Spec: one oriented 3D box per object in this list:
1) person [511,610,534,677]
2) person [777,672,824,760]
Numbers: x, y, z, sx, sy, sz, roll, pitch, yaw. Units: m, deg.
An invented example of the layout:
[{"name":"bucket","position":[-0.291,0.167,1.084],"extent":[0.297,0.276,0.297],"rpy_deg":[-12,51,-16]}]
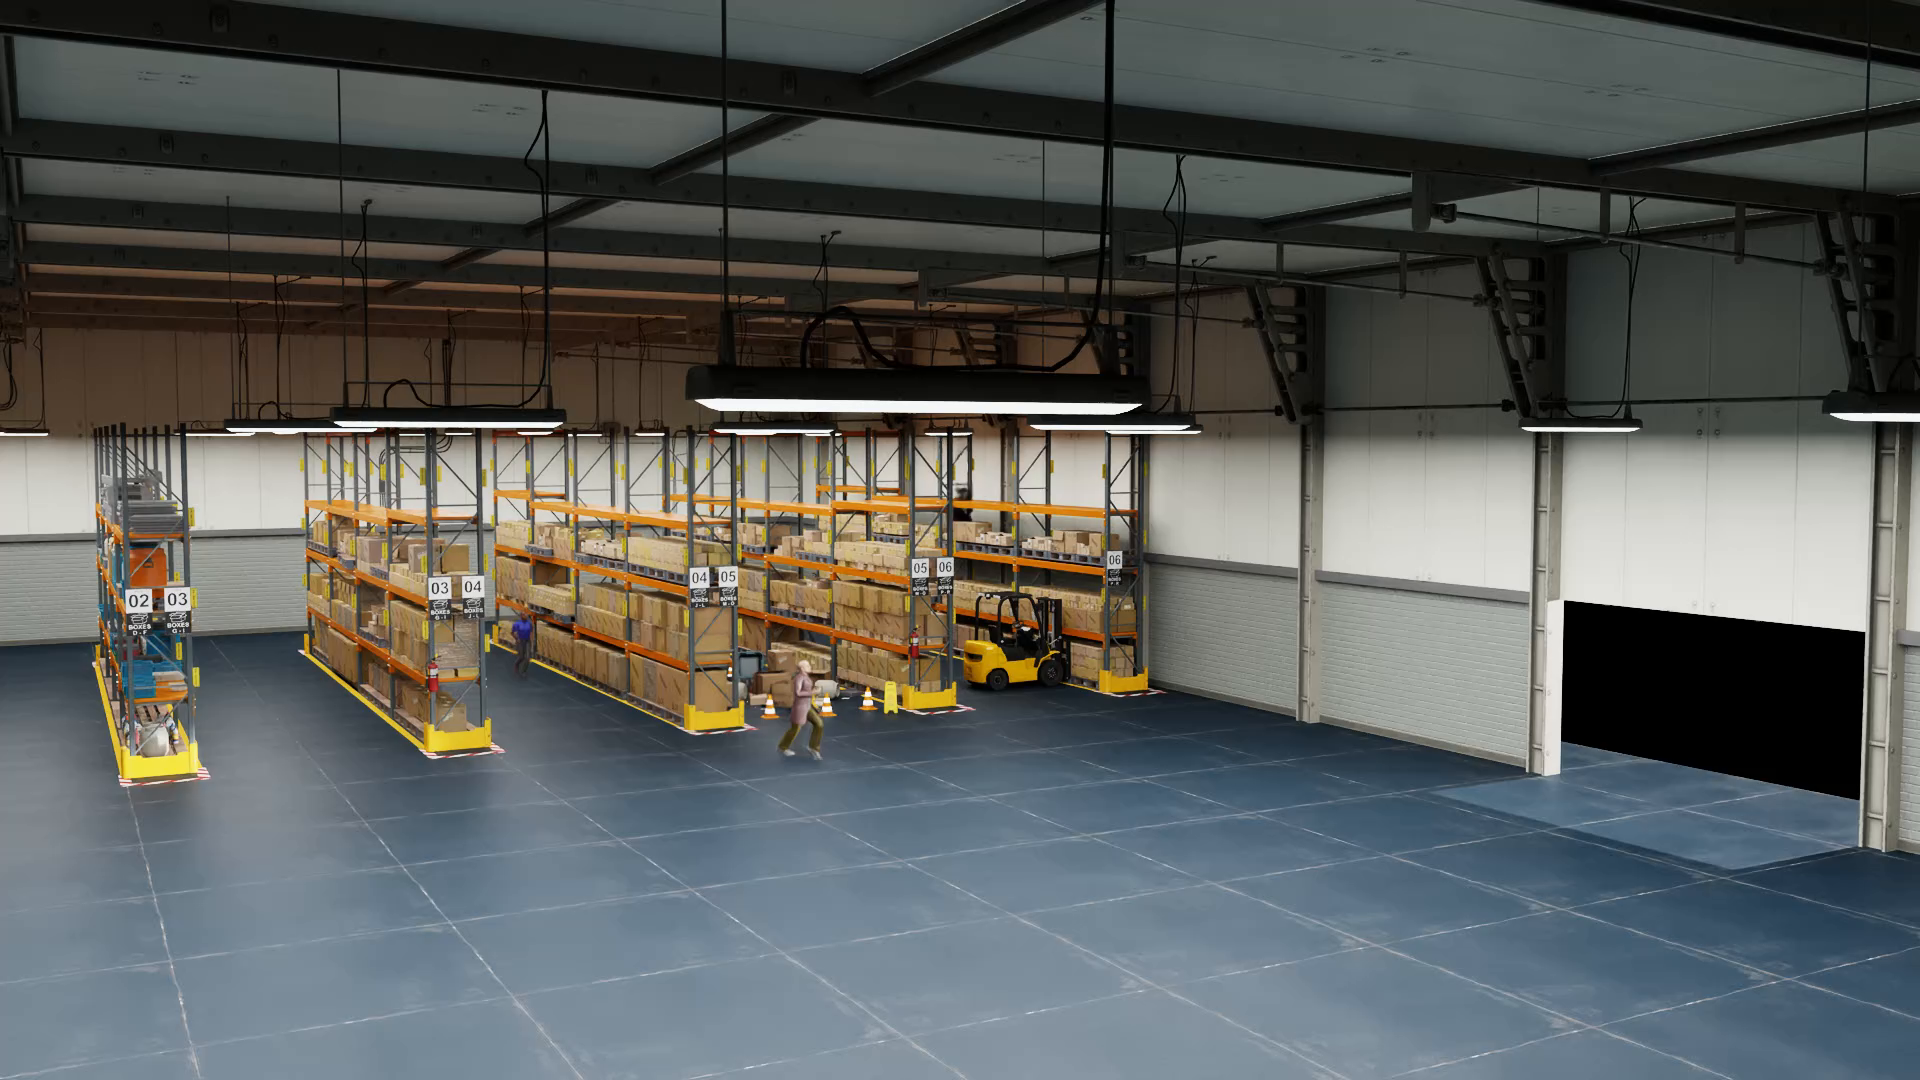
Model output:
[{"name":"person","position":[-10.503,2.495,40.017],"extent":[0.555,1.609,0.549],"rpy_deg":[-3,4,-37]},{"name":"person","position":[-2.895,3.155,29.689],"extent":[0.855,1.635,0.681],"rpy_deg":[1,4,20]}]
